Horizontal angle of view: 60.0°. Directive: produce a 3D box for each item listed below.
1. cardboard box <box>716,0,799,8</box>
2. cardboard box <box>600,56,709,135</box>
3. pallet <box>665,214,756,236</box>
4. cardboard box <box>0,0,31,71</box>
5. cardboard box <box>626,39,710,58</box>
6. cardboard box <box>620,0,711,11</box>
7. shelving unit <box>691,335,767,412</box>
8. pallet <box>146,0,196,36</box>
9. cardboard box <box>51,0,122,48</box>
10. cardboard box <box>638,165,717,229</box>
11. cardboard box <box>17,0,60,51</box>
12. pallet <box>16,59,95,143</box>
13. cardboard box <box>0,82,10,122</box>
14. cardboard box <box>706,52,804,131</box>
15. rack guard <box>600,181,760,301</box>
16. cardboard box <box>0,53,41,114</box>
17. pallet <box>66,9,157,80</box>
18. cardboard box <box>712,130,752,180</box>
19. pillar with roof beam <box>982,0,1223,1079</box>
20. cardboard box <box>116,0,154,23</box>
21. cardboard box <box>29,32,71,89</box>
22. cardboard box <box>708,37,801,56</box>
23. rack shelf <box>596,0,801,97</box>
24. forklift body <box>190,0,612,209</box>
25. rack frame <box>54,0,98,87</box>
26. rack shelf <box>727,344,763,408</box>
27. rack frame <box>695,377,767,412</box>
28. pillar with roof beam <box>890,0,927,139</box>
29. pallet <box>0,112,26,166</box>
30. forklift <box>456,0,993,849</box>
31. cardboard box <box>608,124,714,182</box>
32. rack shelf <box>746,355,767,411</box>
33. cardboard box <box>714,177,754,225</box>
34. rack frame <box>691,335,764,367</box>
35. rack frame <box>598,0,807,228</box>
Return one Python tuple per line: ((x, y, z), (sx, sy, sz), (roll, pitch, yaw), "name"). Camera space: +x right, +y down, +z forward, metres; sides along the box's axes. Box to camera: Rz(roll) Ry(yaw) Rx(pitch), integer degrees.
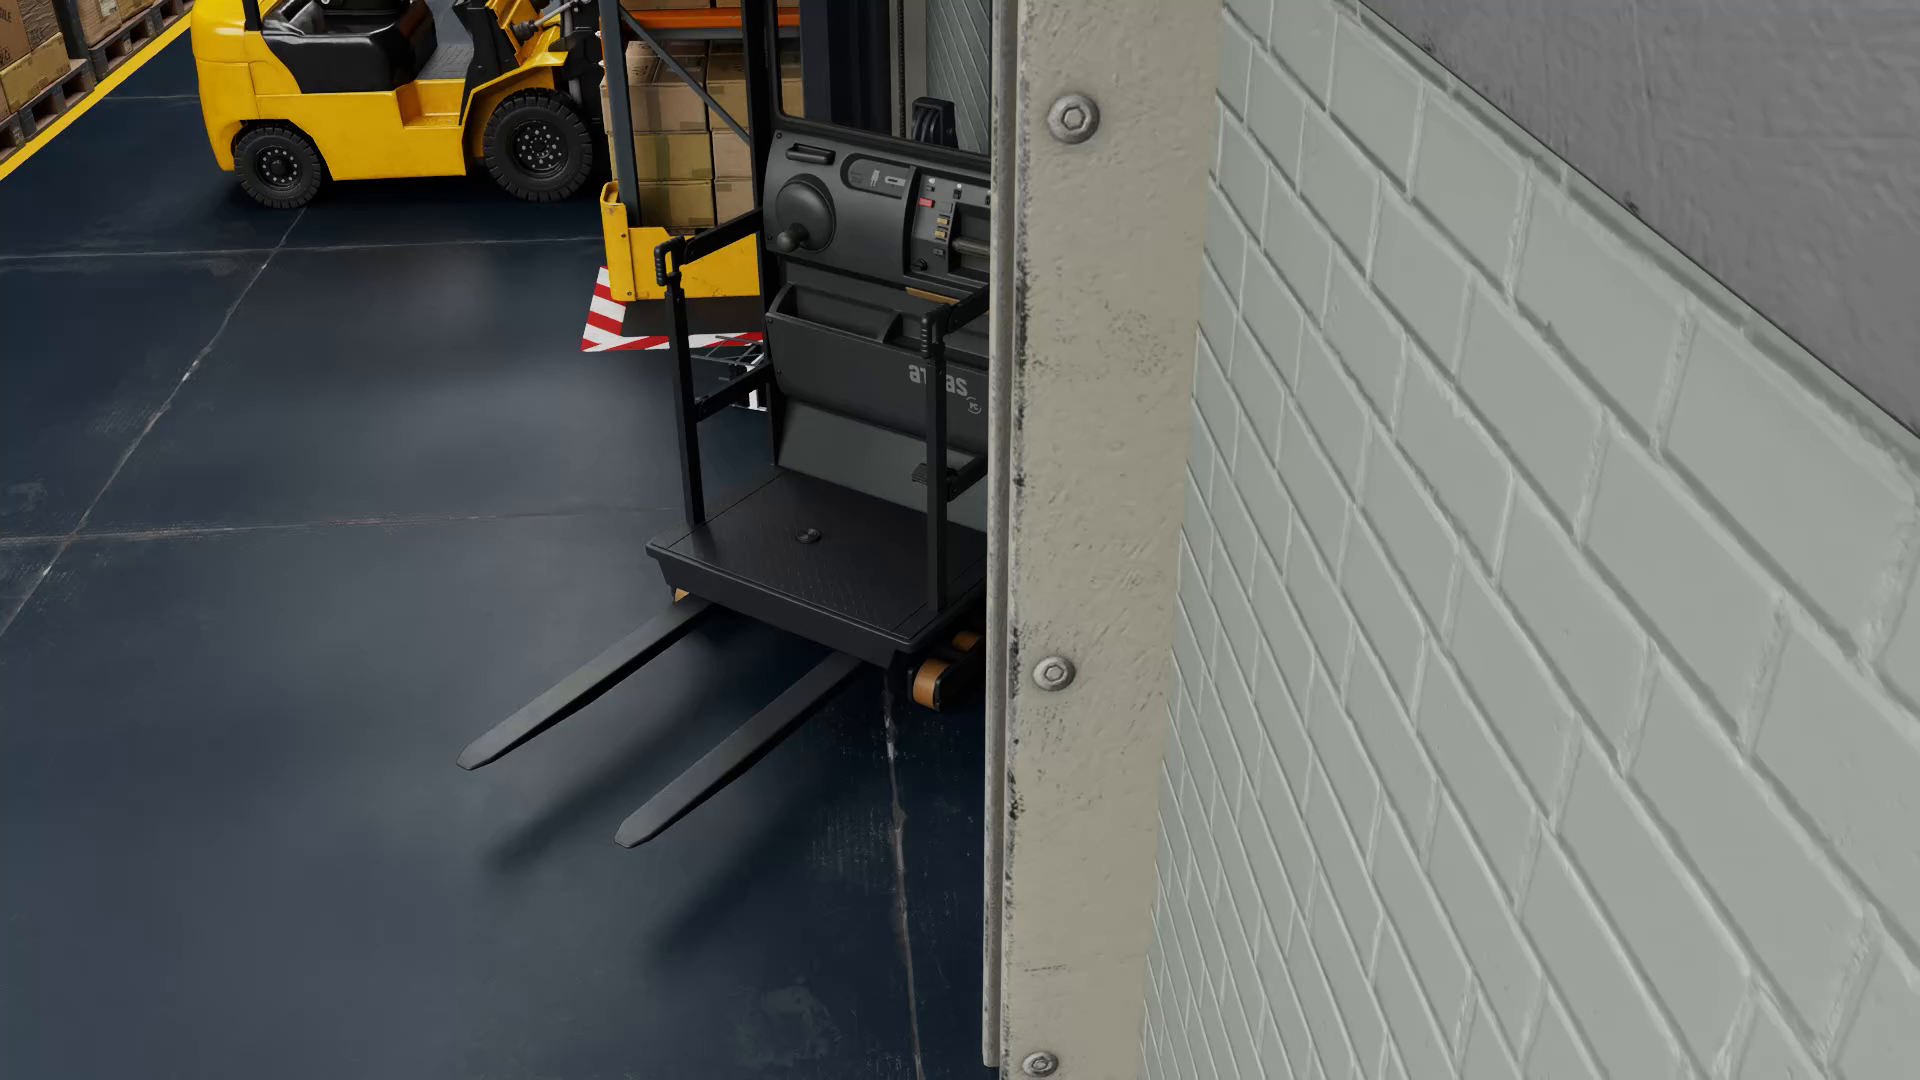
((-0.935, -2.904, 8.088), (0.500, 0.500, 0.500), (-2, 31, -3), "cardboard box")
((-1.519, -2.244, 8.378), (0.500, 0.250, 0.500), (-2, 31, -3), "cardboard box")
((-1.279, -1.786, 9.034), (1.003, 0.211, 1.213), (-3, 31, -5), "pallet")
((-6.109, -3.170, 10.172), (0.500, 0.500, 0.500), (-2, 31, -4), "cardboard box")
((-1.573, -2.504, 8.814), (0.500, 0.250, 0.500), (-2, 31, -4), "cardboard box")
((-1.473, -2.876, 8.042), (0.500, 0.500, 0.500), (-3, 31, -6), "cardboard box")
((-0.697, -0.683, 7.181), (0.900, 0.210, 0.258), (10, 32, 18), "shelving unit")
((-6.672, -4.221, 13.112), (1.003, 0.211, 1.213), (-3, 31, -5), "pallet")
((-6.532, -3.717, 11.700), (0.950, 0.372, 0.625), (-2, 31, -4), "cardboard box")
((-1.524, -1.819, 8.642), (0.500, 0.250, 0.500), (-3, 31, -4), "cardboard box")
((-6.158, -3.429, 10.607), (0.500, 0.500, 0.500), (-3, 31, -5), "cardboard box")
((-6.383, -2.859, 10.830), (1.003, 0.211, 1.213), (-3, 31, -5), "pallet")
((-6.055, -2.576, 9.910), (0.500, 0.250, 0.500), (-2, 31, -4), "cardboard box")
((-1.022, -2.278, 8.435), (0.500, 0.250, 0.500), (-3, 31, -5), "cardboard box")
((-1.163, -1.509, 8.289), (1.175, 0.500, 0.348), (-3, 31, -5), "rack guard")
((-6.098, -2.836, 10.345), (0.500, 0.250, 0.500), (-4, 31, -6), "cardboard box")
((-6.555, -3.597, 12.066), (1.003, 0.211, 1.213), (-3, 31, -5), "pallet")
((-1.003, -2.059, 8.556), (0.500, 0.250, 0.500), (-2, 31, -4), "cardboard box")
((-4.059, -2.299, 1.323), (9.100, 9.000, 0.400), (-3, 31, -5), "pillar with roof beam")
((-6.603, -4.084, 12.314), (0.950, 0.372, 0.625), (-1, 31, -1), "cardboard box")
((-6.158, -3.108, 10.800), (0.500, 0.250, 0.500), (-1, 31, -2), "cardboard box")
((-1.072, -2.533, 8.862), (0.500, 0.250, 0.500), (-3, 31, -5), "cardboard box")
((-1.352, -3.307, 9.562), (1.077, 0.370, 4.000), (-3, 31, -5), "rack shelf")
((-3.159, -3.111, 9.360), (2.313, 2.155, 1.214), (-3, 31, -5), "forklift body")
((-6.481, -4.397, 10.686), (1.000, 3.000, 0.127), (-3, 31, -5), "rack frame")
((-0.919, -0.723, 7.253), (0.077, 0.200, 0.258), (10, 32, 18), "rack shelf")
((-0.696, -0.595, 7.232), (0.900, 0.006, 0.240), (10, 32, 18), "rack frame")
((-4.619, -5.362, 6.452), (9.100, 9.000, 0.400), (-3, 31, -5), "pillar with roof beam")
((-6.266, -2.234, 9.785), (1.003, 0.211, 1.213), (-3, 31, -5), "pallet")
((-0.340, -0.989, 5.048), (1.130, 2.935, 3.031), (18, 35, 28), "forklift")
((-1.522, -2.042, 8.528), (0.500, 0.250, 0.500), (-3, 31, -5), "cardboard box")
((-0.834, -0.708, 7.225), (0.077, 0.200, 0.258), (10, 32, 18), "rack shelf")
((-1.017, -1.854, 8.701), (0.500, 0.250, 0.500), (-3, 31, -4), "cardboard box")
((-0.698, -0.770, 7.129), (0.900, 0.006, 0.240), (10, 32, 18), "rack frame")
((-1.165, -2.594, 7.668), (1.000, 3.000, 0.127), (-3, 31, -5), "rack frame")
